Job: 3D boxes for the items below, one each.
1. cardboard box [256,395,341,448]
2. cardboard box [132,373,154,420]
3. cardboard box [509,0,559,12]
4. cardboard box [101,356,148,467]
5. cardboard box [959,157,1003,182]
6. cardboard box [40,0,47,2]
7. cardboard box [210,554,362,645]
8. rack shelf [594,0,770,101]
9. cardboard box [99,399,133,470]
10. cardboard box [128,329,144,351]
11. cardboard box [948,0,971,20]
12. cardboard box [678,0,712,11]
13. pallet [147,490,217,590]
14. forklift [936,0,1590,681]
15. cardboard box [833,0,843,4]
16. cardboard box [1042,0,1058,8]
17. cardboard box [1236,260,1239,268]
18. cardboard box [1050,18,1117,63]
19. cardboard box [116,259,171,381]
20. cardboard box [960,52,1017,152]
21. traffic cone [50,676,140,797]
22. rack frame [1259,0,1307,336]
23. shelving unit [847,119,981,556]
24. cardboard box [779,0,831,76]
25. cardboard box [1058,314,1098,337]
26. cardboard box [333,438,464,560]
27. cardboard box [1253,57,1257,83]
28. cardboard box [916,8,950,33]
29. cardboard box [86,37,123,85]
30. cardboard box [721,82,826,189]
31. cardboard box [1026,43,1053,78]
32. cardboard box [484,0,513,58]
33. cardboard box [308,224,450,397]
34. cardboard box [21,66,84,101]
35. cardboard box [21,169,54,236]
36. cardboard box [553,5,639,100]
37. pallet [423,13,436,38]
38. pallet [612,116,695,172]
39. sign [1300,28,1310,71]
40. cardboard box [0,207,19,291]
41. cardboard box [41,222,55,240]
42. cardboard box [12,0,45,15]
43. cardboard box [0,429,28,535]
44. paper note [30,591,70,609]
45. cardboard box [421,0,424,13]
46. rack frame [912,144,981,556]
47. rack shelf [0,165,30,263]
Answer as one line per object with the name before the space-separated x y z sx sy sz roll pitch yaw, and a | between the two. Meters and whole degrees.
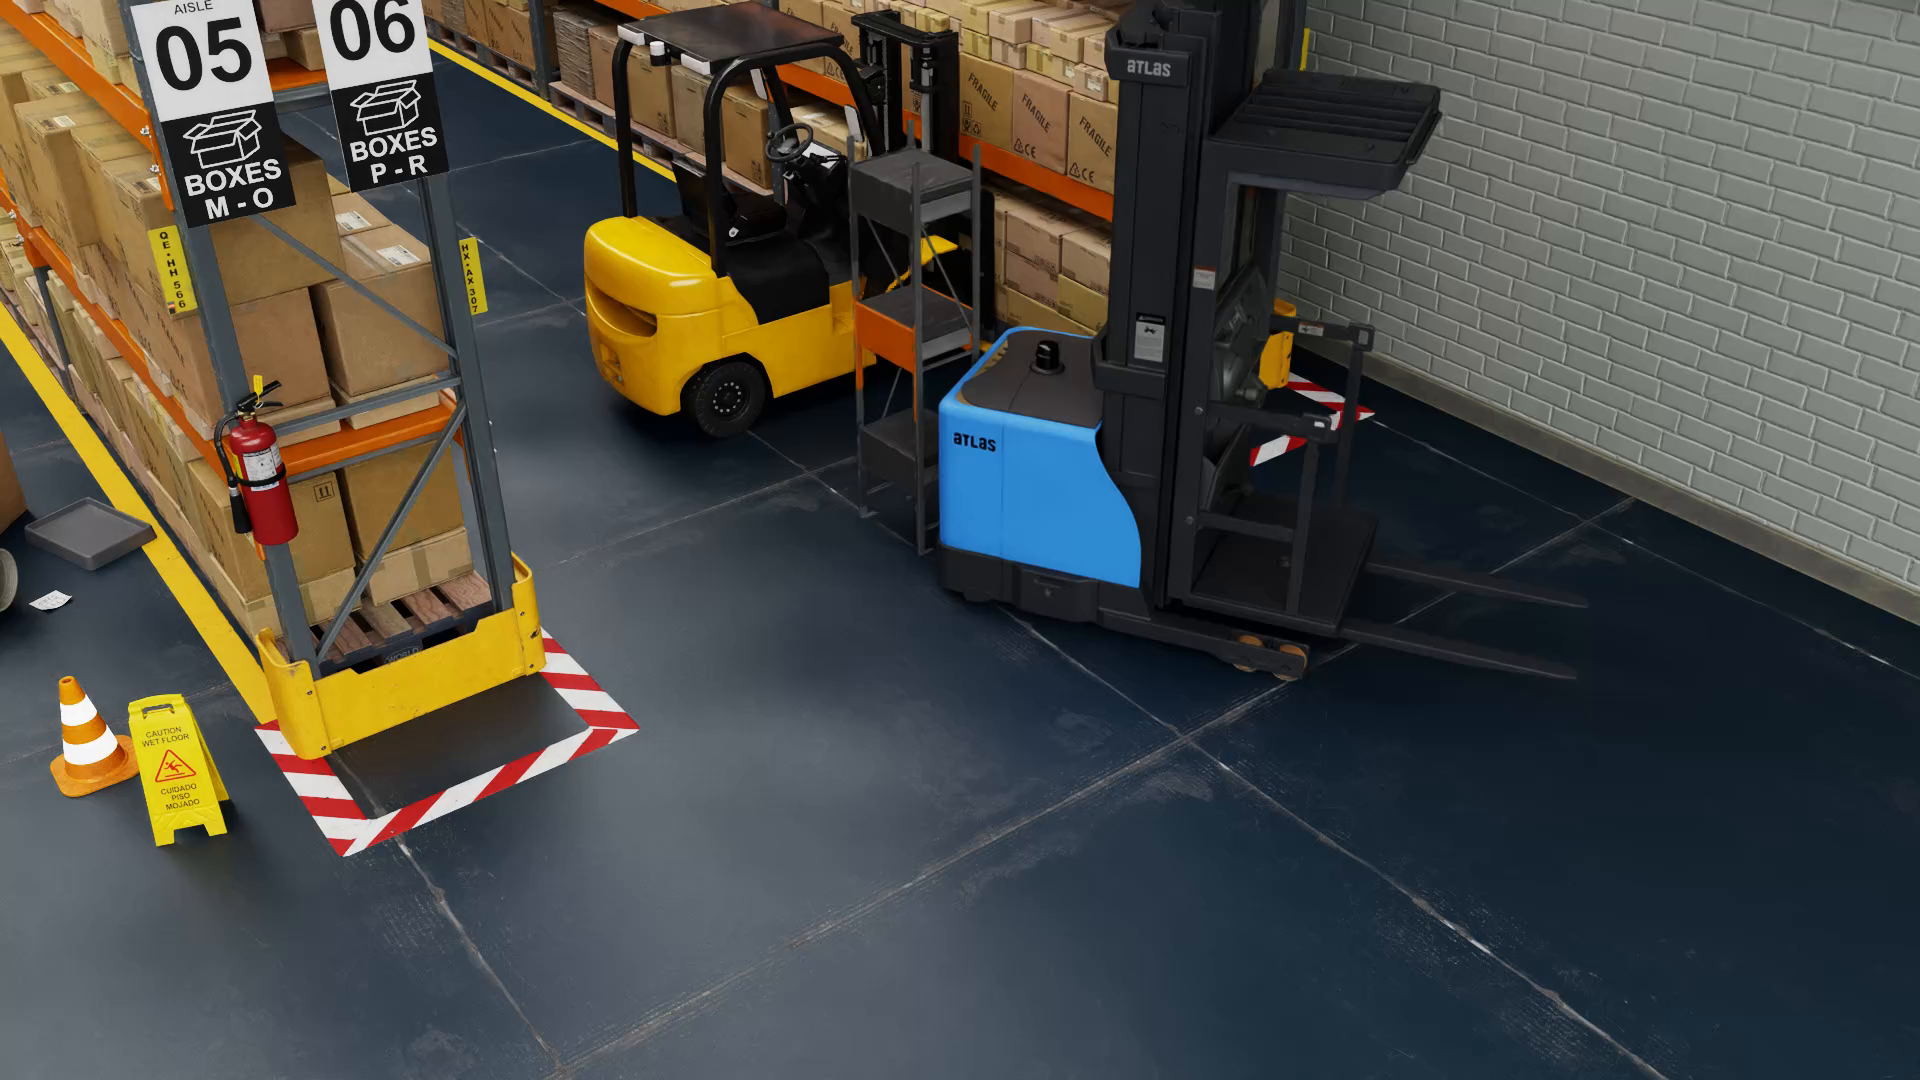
cardboard box | -2.836 -0.515 6.974 0.380 0.149 0.250 -21 37 -30
cardboard box | -3.725 -0.736 7.975 0.380 0.149 0.250 -21 37 -29
cardboard box | -3.928 -4.992 15.302 0.380 0.149 0.250 -24 39 -34
cardboard box | -4.088 -0.762 8.631 0.500 0.500 0.500 -20 37 -29
cardboard box | 0.012 -2.300 10.871 0.500 0.250 0.500 -23 39 -32
cardboard box | -3.594 -2.423 6.825 0.500 0.250 0.500 -21 38 -30
cardboard box | -3.161 0.195 7.801 0.500 0.250 0.500 -22 38 -32
rack shelf | -2.199 -4.337 13.572 1.077 0.370 4.000 -22 38 -31
cardboard box | -4.406 -0.660 9.178 0.500 0.250 0.500 -20 37 -29
cardboard box | -3.676 -1.025 7.796 0.380 0.149 0.250 -23 38 -32
cardboard box | 0.149 -3.305 10.237 0.380 0.149 0.250 -22 38 -31
cardboard box | -1.801 -4.079 12.616 0.500 0.250 0.500 -23 38 -32
pallet | -3.699 -0.240 8.936 1.003 0.211 1.213 -22 38 -31
forklift | 1.451 -0.912 7.440 3.031 2.935 1.130 12 34 19
cardboard box | -0.643 -3.702 11.159 0.380 0.149 0.250 -22 38 -31
cardboard box | 0.732 -3.372 10.345 0.380 0.149 0.250 -23 39 -32
cardboard box | 1.356 -1.628 10.263 0.500 0.250 0.500 -21 38 -31
cardboard box | 0.737 -2.861 9.522 0.380 0.149 0.250 -21 38 -30
cardboard box | -3.292 -1.051 7.222 0.500 0.500 0.500 -22 38 -31
cardboard box | 0.346 -2.738 10.220 0.500 0.500 0.500 -23 39 -32
traffic cone | -3.721 0.781 7.054 0.336 0.463 0.334 -22 38 -31
rack frame | 1.481 -2.142 9.356 1.000 3.000 0.127 -22 38 -31
shelving unit | -0.219 -0.978 8.334 0.431 2.100 0.503 -24 39 -34
cardboard box | -0.906 -3.582 11.580 0.500 0.500 0.500 -23 39 -33
cardboard box | 0.943 -1.246 10.122 0.500 0.250 0.500 -22 38 -31
cardboard box | -2.729 -0.299 7.886 0.500 0.500 0.500 -24 39 -33
cardboard box | 1.478 -2.686 9.522 0.380 0.149 0.250 -23 39 -33
cardboard box | -0.052 -3.259 10.444 0.380 0.149 0.250 -23 39 -32
cardboard box | -3.056 -1.854 6.287 0.380 0.149 0.250 -22 38 -31
cardboard box | -1.301 -3.193 12.900 0.875 0.625 0.625 -20 37 -29
cardboard box | 0.613 -2.846 9.780 0.380 0.149 0.250 -23 38 -32
cardboard box | -4.153 -4.912 15.786 0.500 0.500 0.500 -23 39 -32
cardboard box | -2.509 -0.991 7.126 0.500 0.500 0.500 -23 39 -32
cardboard box | -3.818 -1.916 7.668 0.700 0.500 0.500 -23 38 -32
cardboard box | -4.515 -1.896 8.582 0.500 0.500 0.500 -22 38 -32
cardboard box | -3.053 -4.382 14.815 0.875 0.625 0.625 -21 38 -30
pallet | -5.349 -5.632 17.618 1.003 0.211 1.213 -22 38 -31
pallet | -2.207 -3.428 14.069 1.003 0.211 1.213 -22 38 -31
sign | 1.923 -2.721 9.392 0.100 0.325 0.005 -22 38 -31
cardboard box | -6.086 -2.070 11.332 0.950 0.372 0.625 -21 37 -30
cardboard box | -4.755 -1.772 8.998 0.380 0.149 0.250 -21 38 -30
cardboard box | -3.855 -2.386 7.144 0.380 0.149 0.250 -23 38 -32
cardboard box | -5.309 -0.254 8.683 0.500 0.500 0.500 1 32 2
paper note | -4.506 0.297 8.242 0.148 0.019 0.142 18 36 27
cardboard box | -5.425 -5.767 17.163 0.500 0.500 0.500 -23 38 -32
rack frame | -0.060 -0.880 8.177 0.400 2.100 0.015 -24 39 -34
rack shelf | -6.117 -2.730 10.984 1.077 0.370 4.000 -22 38 -31
